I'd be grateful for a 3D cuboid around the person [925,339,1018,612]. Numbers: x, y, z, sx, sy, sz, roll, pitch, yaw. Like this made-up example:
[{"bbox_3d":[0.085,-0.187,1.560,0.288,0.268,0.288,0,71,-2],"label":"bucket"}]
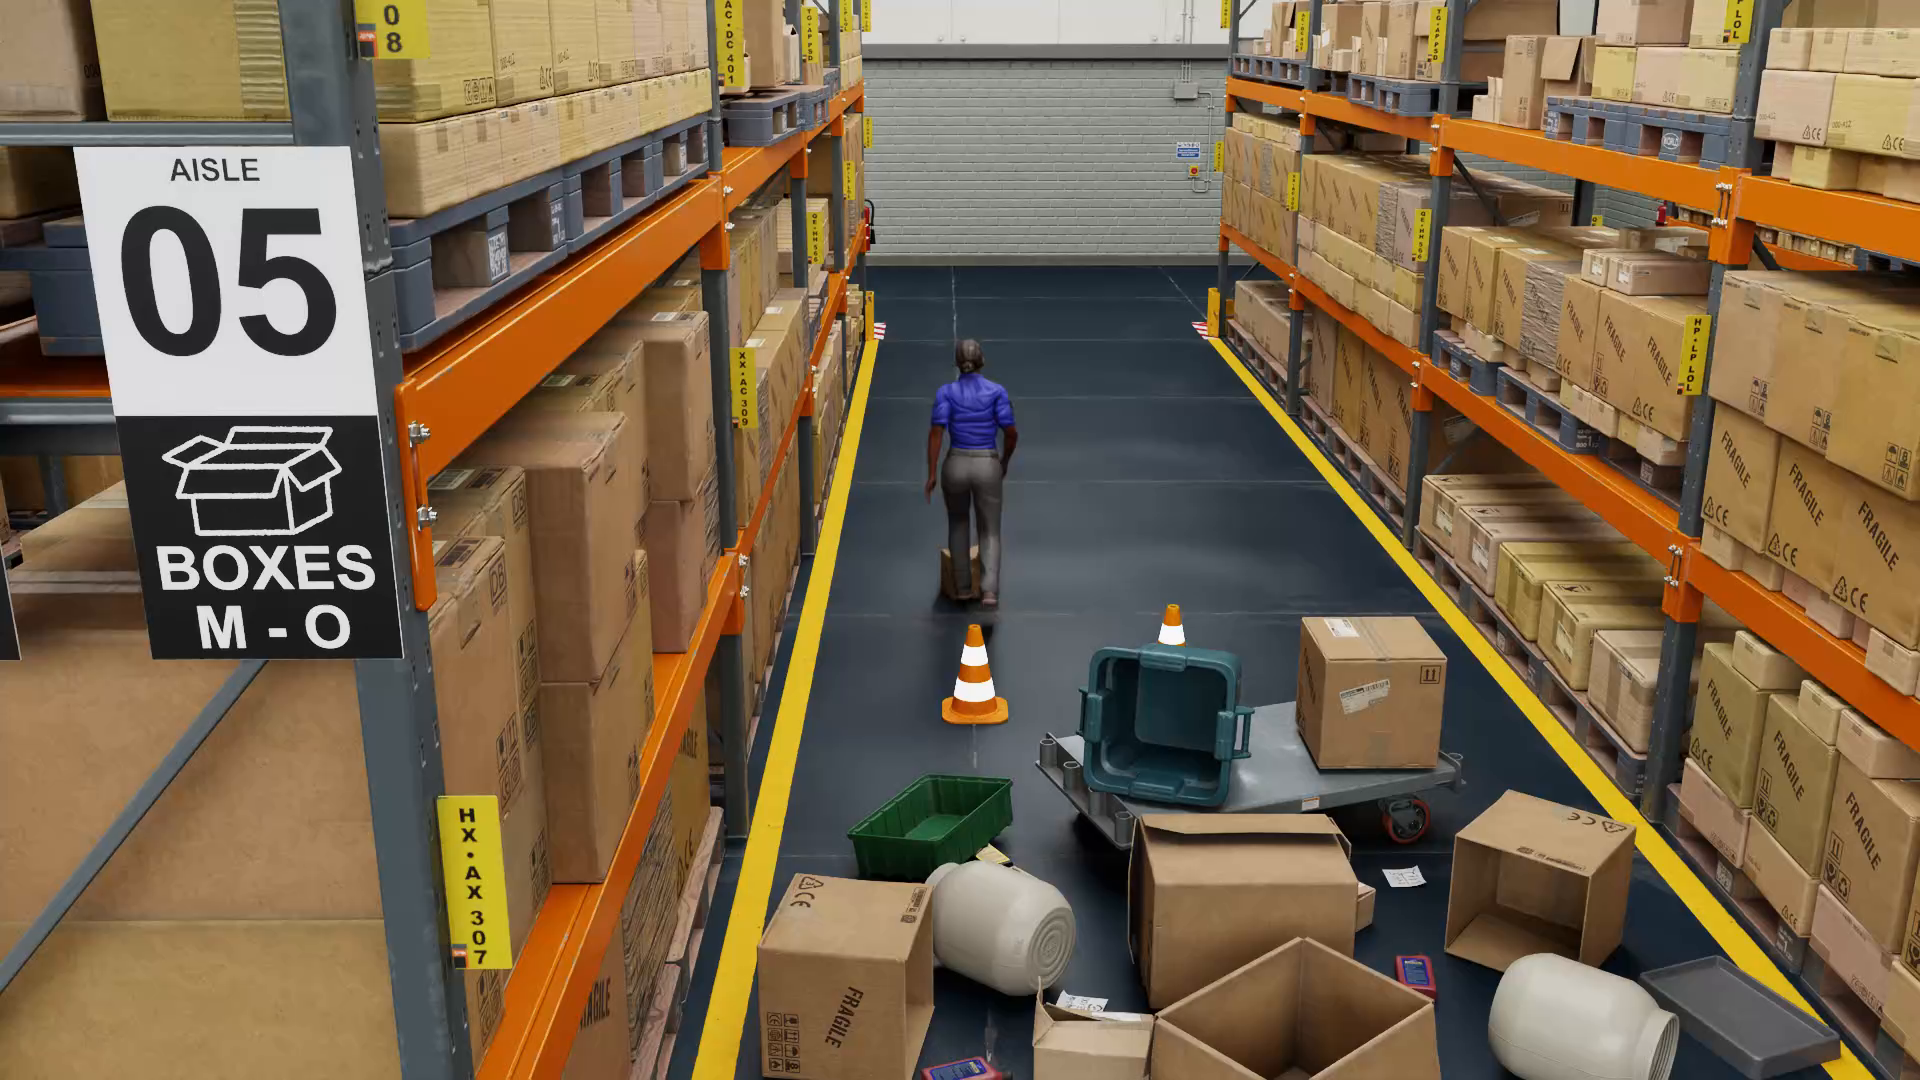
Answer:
[{"bbox_3d":[0.060,-0.347,9.725,0.534,1.602,0.760,2,17,7],"label":"person"}]
